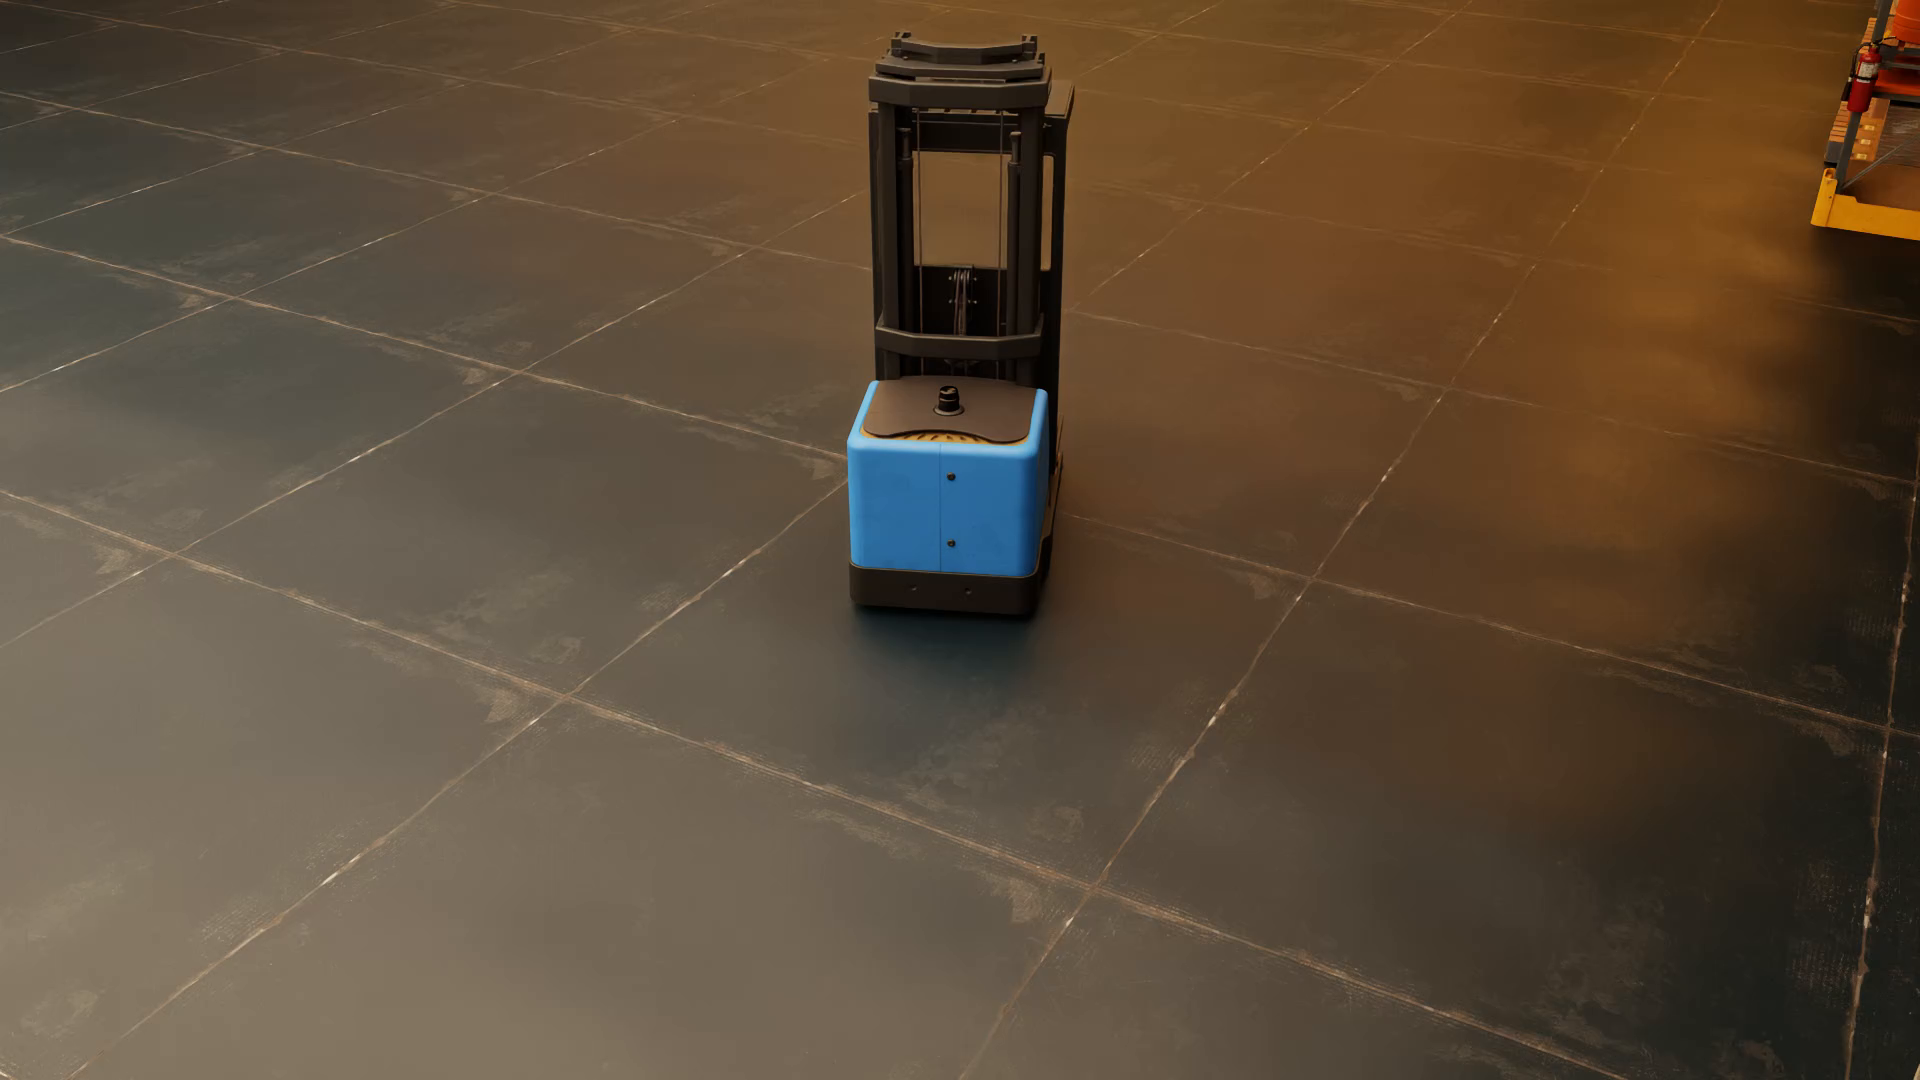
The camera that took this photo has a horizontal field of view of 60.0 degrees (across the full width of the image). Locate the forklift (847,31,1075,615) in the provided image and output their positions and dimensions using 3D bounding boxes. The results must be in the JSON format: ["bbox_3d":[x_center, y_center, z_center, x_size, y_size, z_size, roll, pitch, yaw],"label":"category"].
[{"bbox_3d":[0.072,-1.572,9.794,1.130,2.935,3.031,3,30,6],"label":"forklift"}]
